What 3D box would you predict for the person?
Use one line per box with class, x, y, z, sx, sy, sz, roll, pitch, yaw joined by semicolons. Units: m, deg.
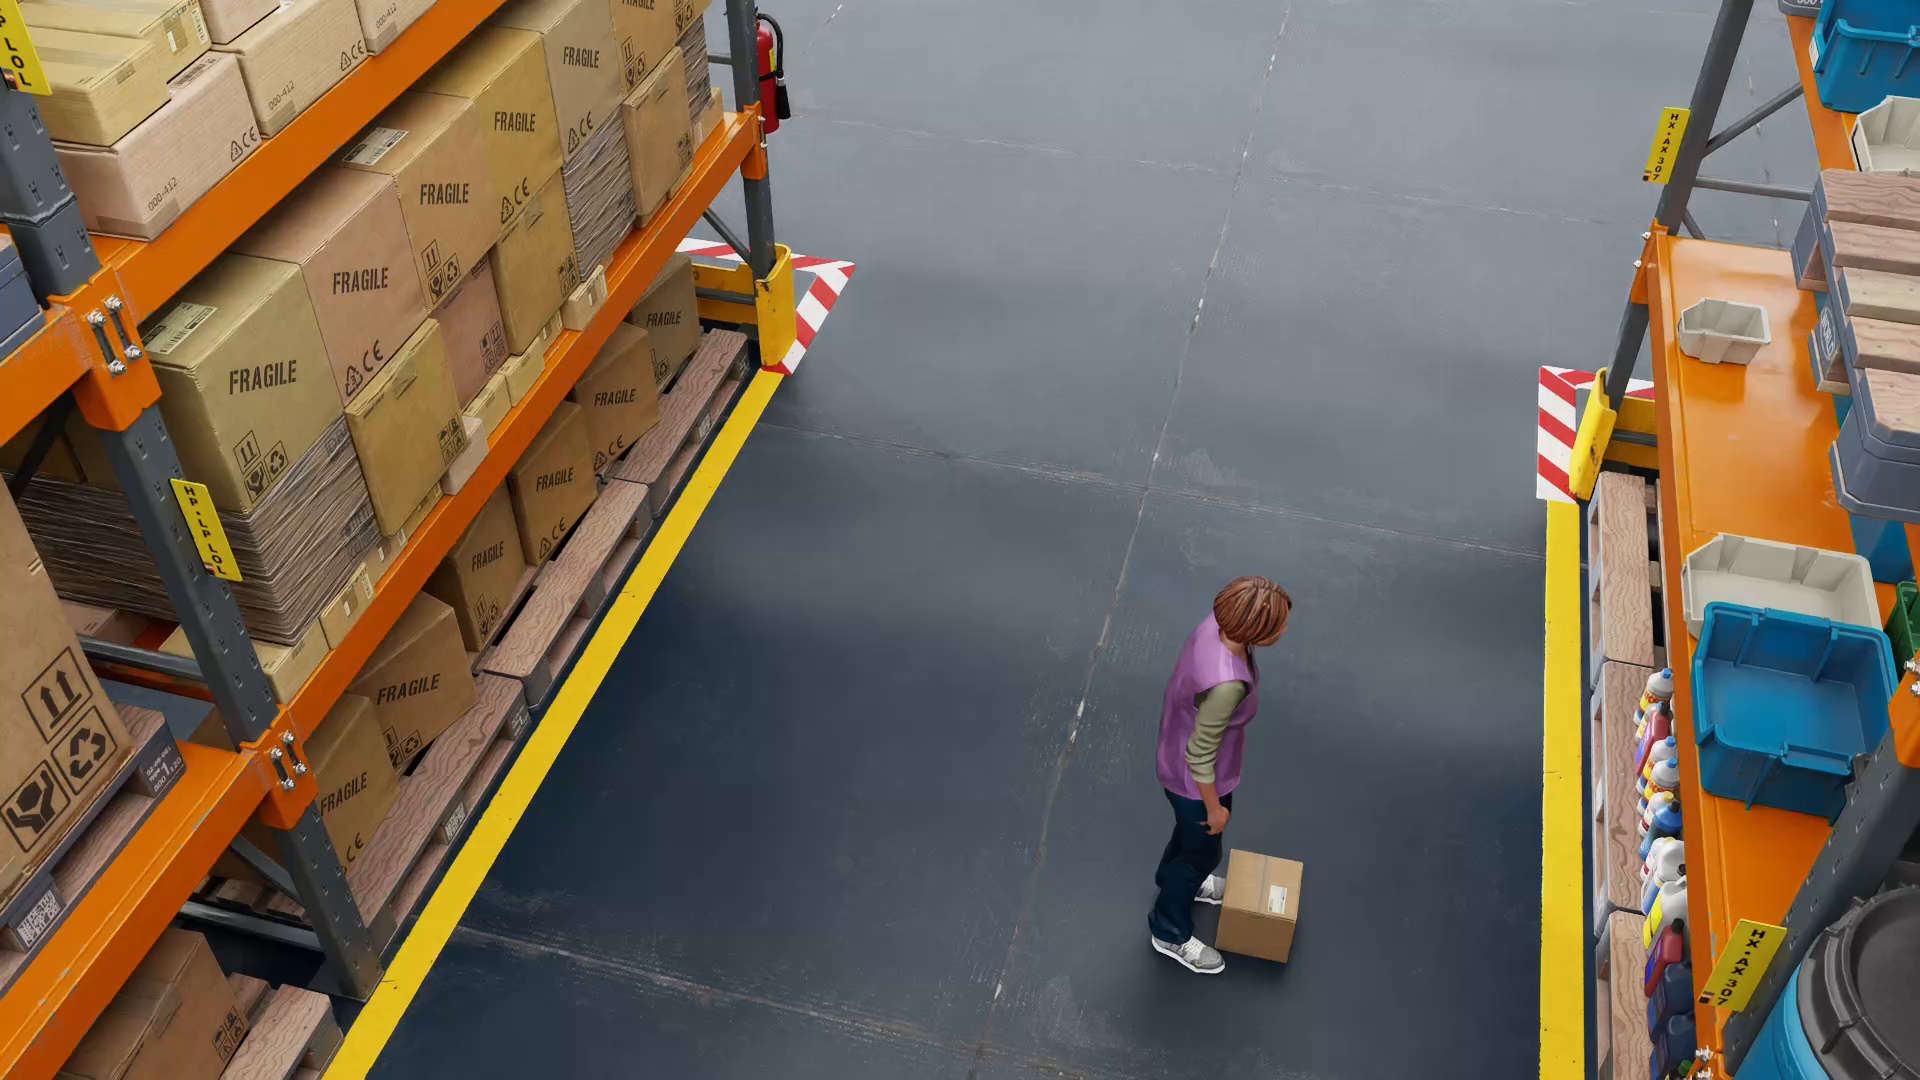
person;0.808;0.740;5.361;0.325;1.555;0.481;9;42;9
